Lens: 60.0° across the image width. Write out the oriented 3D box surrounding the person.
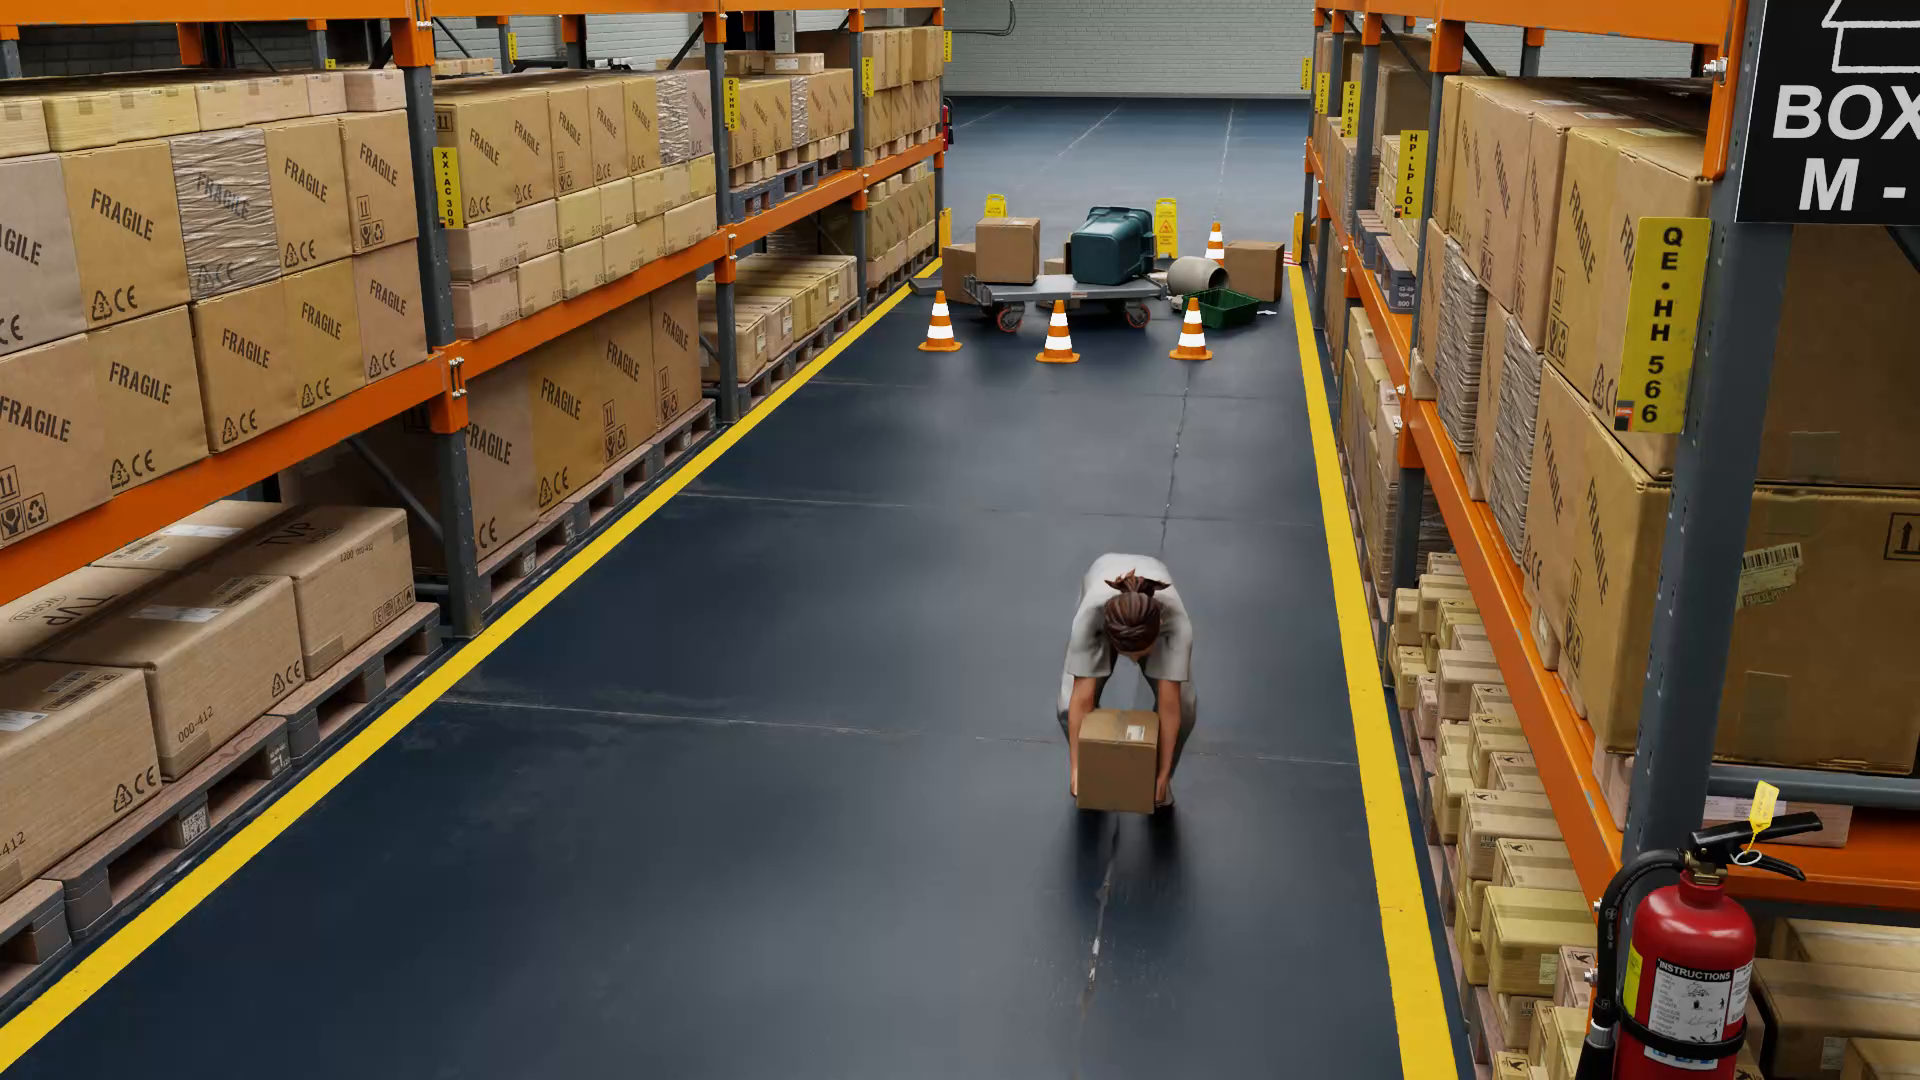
[{"bbox_3d":[0.571,0.494,5.682,0.474,0.967,0.863,2,18,6],"label":"person"}]
